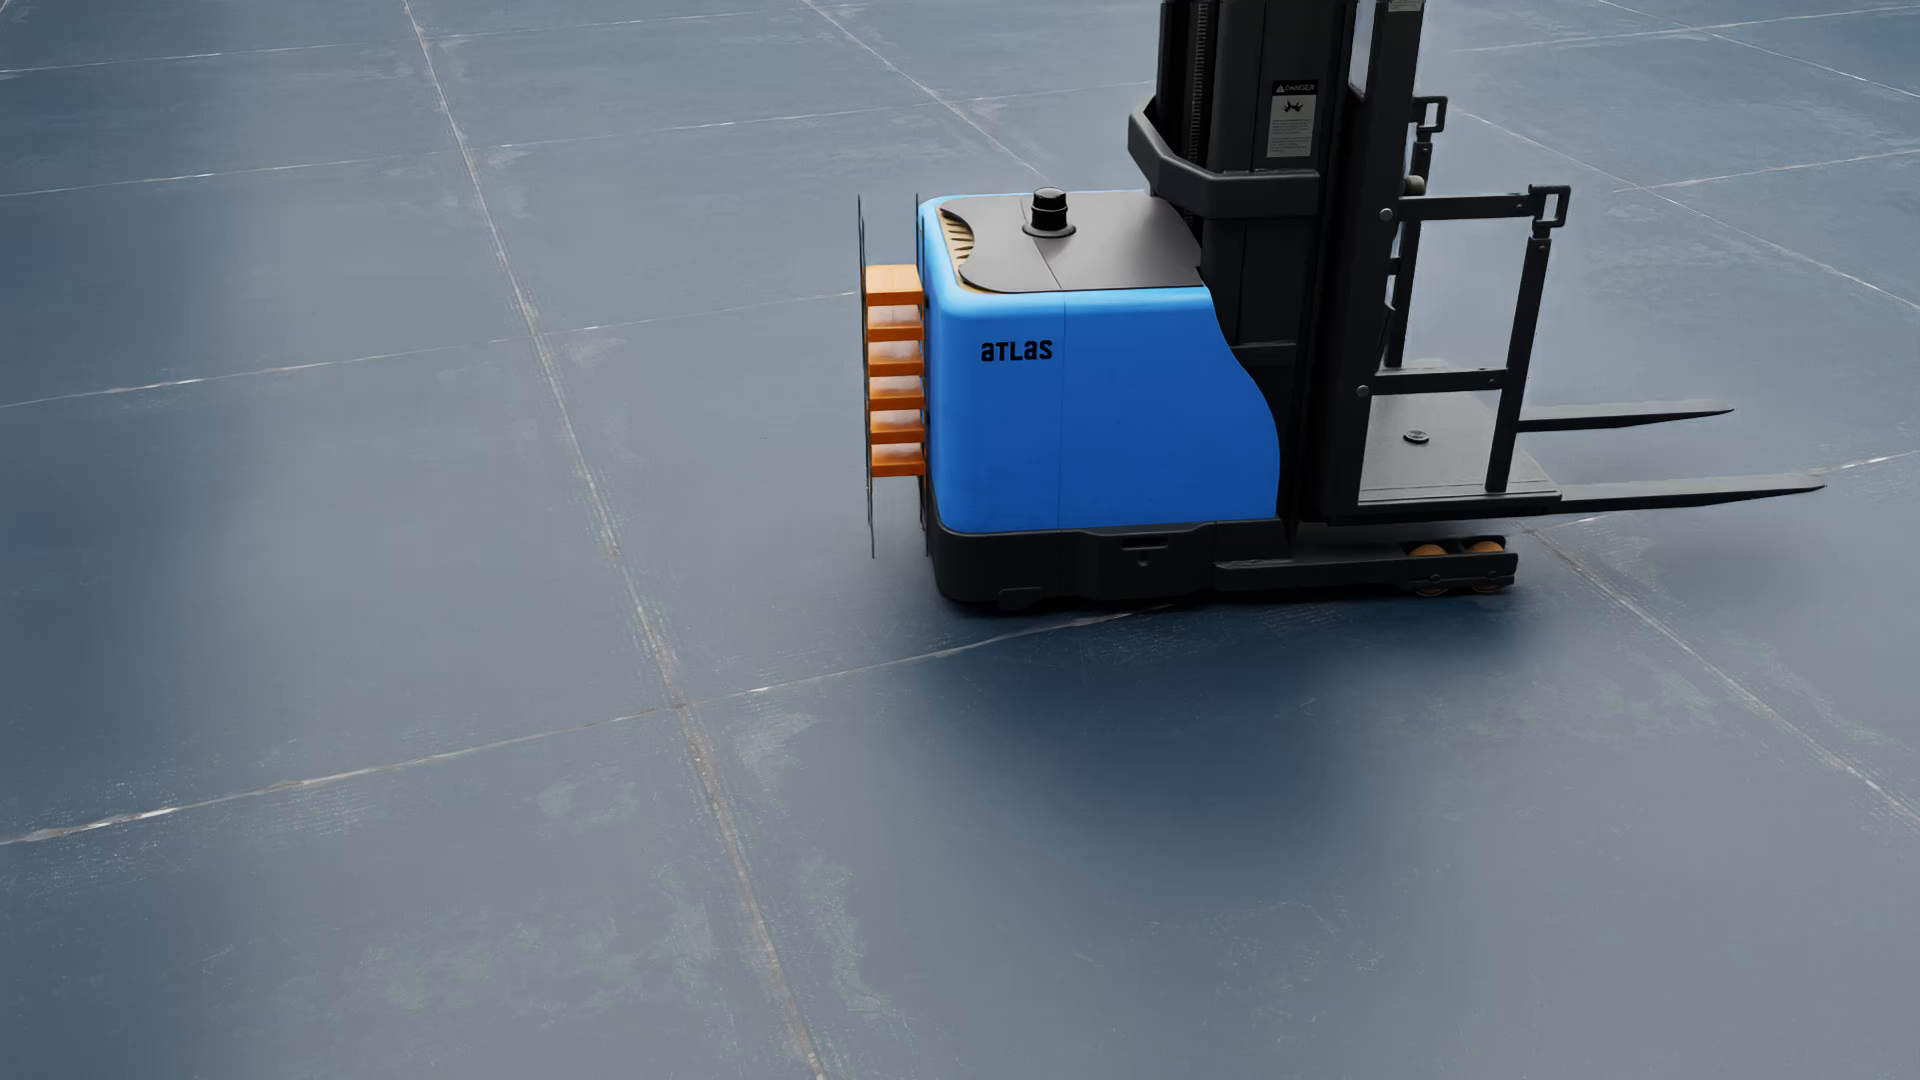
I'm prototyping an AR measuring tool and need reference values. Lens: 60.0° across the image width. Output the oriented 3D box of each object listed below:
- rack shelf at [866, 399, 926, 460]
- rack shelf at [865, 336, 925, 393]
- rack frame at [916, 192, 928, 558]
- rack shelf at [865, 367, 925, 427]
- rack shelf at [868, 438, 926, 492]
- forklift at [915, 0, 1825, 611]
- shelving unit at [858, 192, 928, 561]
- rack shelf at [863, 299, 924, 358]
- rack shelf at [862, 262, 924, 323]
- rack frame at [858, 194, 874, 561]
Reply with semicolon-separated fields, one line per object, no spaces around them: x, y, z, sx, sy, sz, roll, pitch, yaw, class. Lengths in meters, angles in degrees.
-0.215;-0.373;5.524;0.180;0.103;0.258;-3;30;-5;rack shelf
-0.215;-0.581;5.405;0.180;0.103;0.258;-3;30;-5;rack shelf
-0.124;-0.520;5.451;0.006;1.200;0.240;-3;30;-5;rack frame
-0.215;-0.477;5.465;0.180;0.103;0.258;-3;30;-5;rack shelf
-0.215;-0.268;5.584;0.180;0.103;0.258;-3;30;-5;rack shelf
1.389;-1.348;5.155;3.031;2.935;1.130;-3;30;-5;forklift
-0.215;-0.516;5.443;0.189;1.200;0.258;-3;30;-5;shelving unit
-0.215;-0.685;5.346;0.180;0.103;0.258;-3;30;-5;rack shelf
-0.215;-0.790;5.287;0.180;0.103;0.258;-3;30;-5;rack shelf
-0.306;-0.511;5.434;0.006;1.200;0.240;-3;30;-5;rack frame
